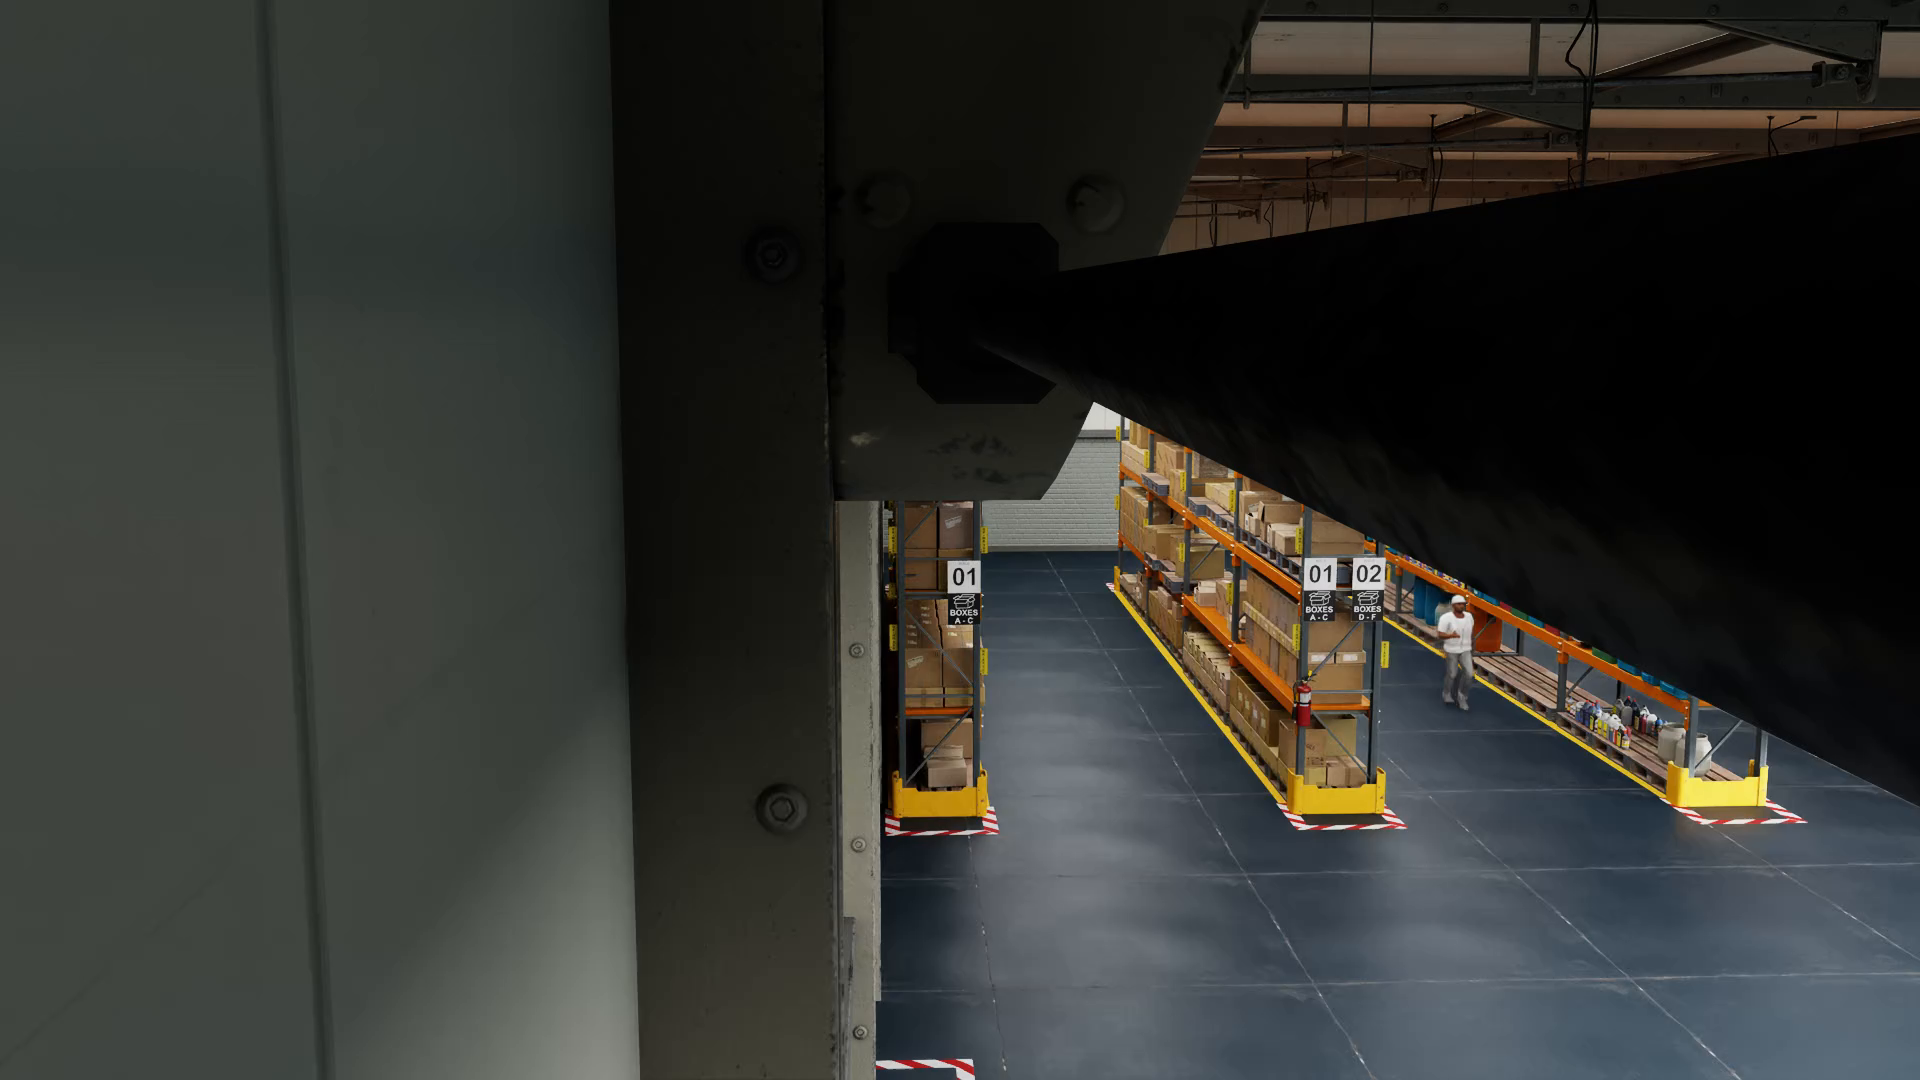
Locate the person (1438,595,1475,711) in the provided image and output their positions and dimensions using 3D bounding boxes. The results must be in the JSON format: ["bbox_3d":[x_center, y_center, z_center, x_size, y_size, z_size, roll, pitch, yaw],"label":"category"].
[{"bbox_3d":[7.744,1.753,25.847,0.673,1.812,0.706,-1,8,-5],"label":"person"}]
